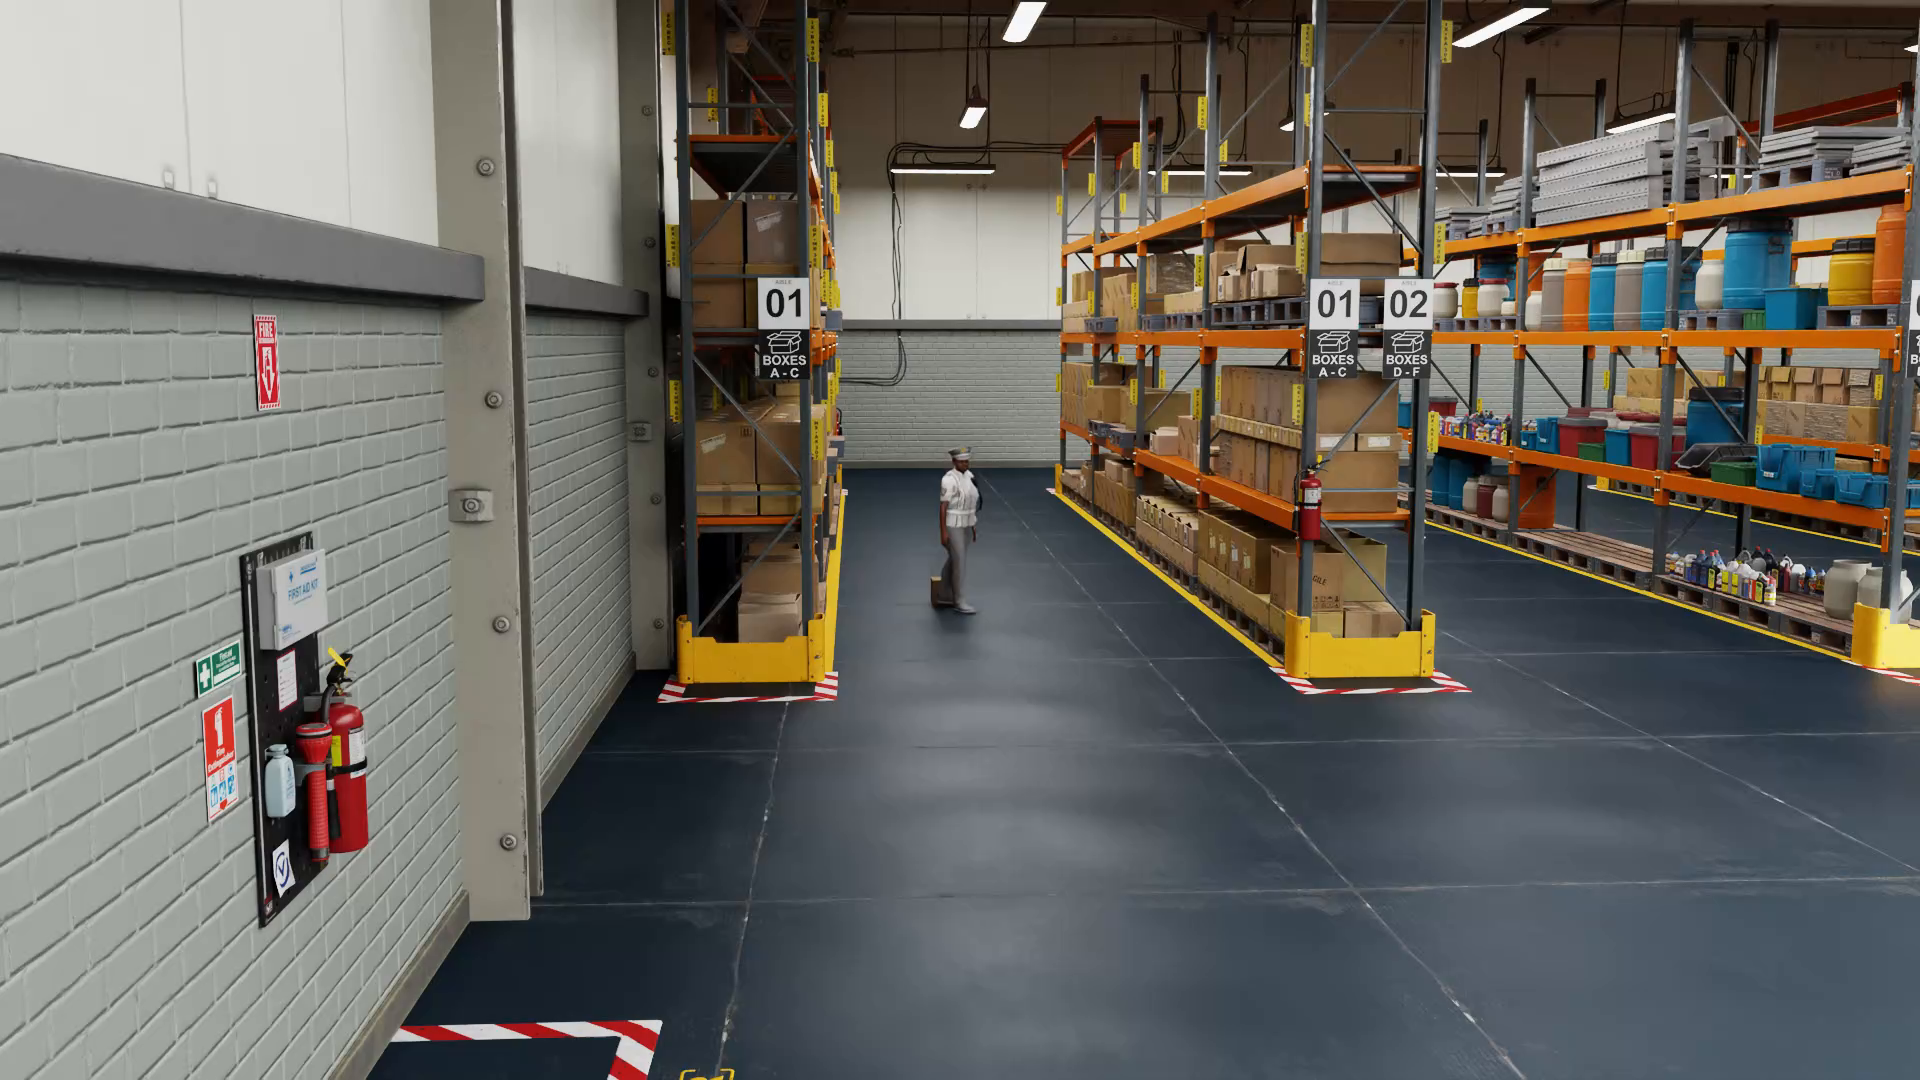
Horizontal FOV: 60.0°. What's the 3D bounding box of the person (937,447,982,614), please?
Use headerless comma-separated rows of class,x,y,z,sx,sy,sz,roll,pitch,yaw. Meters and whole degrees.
person,-0.025,-0.121,16.706,0.588,1.661,0.498,5,9,35
